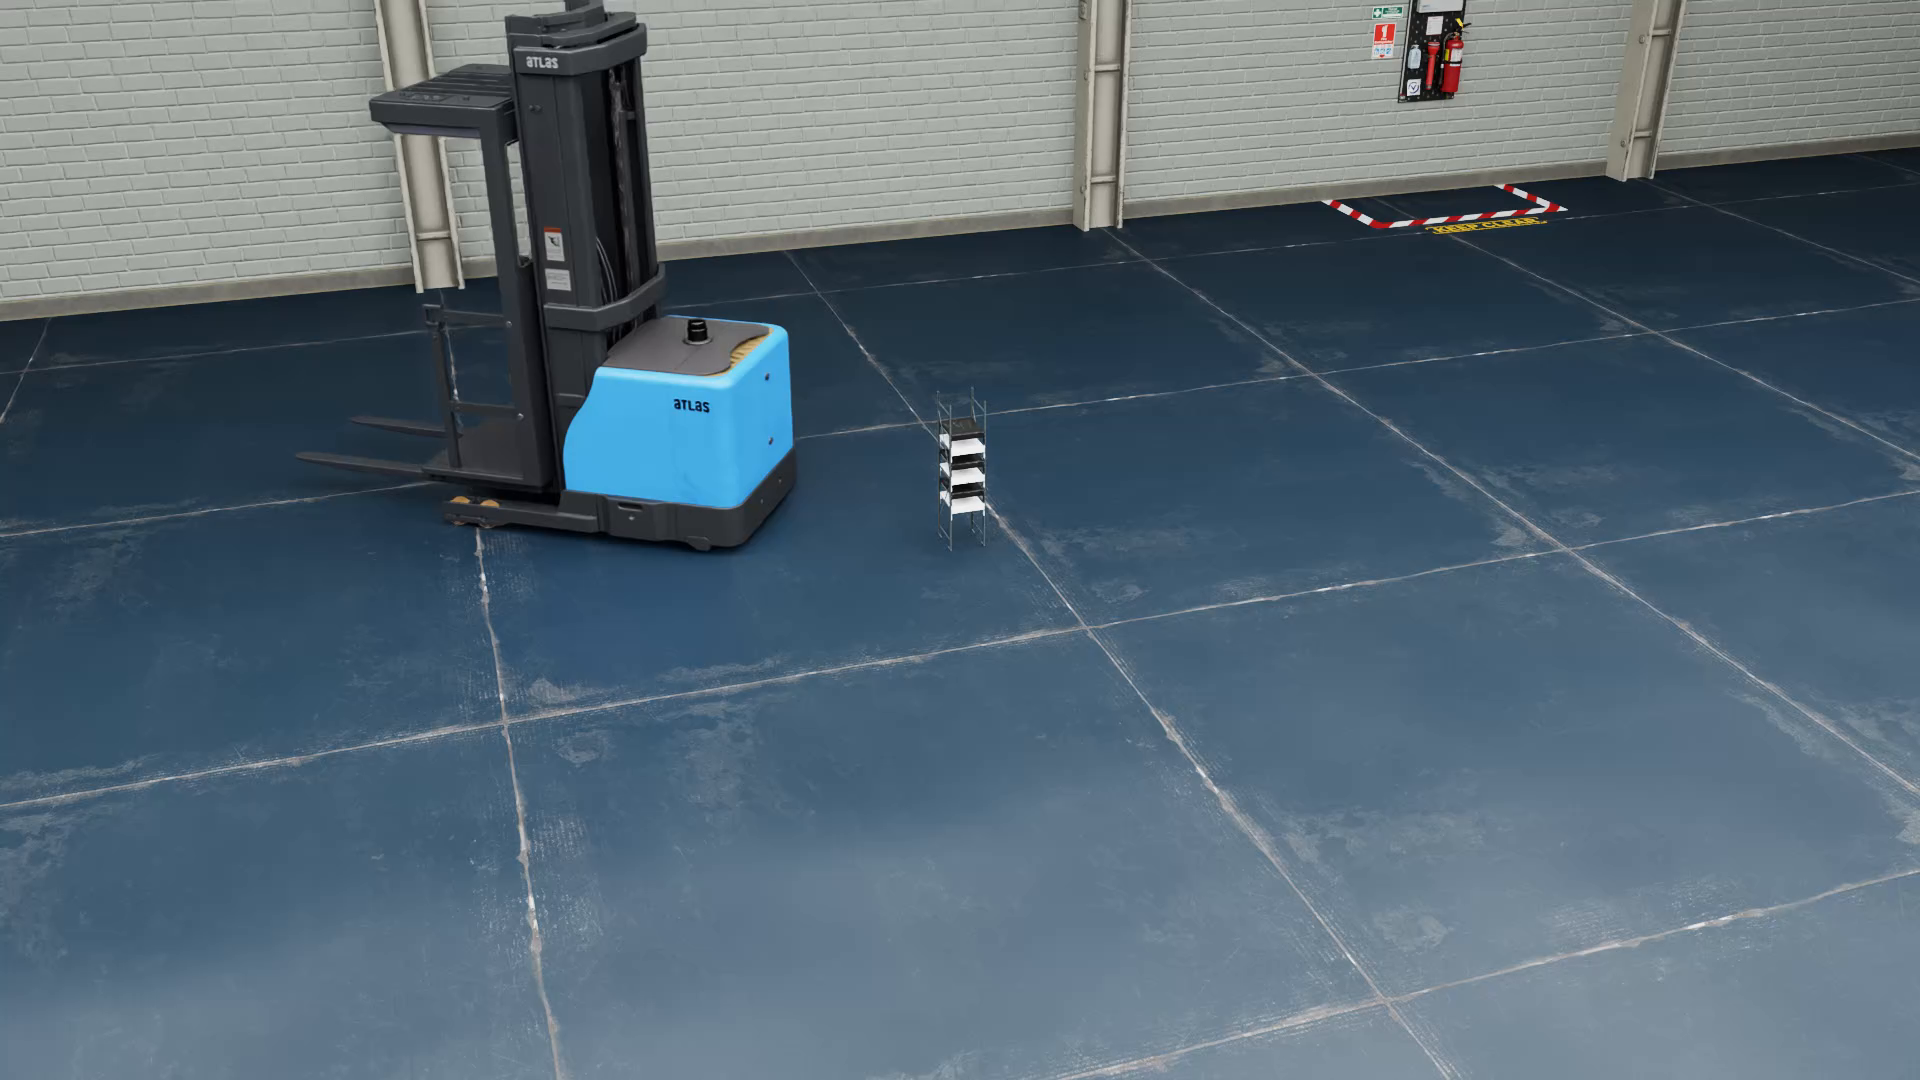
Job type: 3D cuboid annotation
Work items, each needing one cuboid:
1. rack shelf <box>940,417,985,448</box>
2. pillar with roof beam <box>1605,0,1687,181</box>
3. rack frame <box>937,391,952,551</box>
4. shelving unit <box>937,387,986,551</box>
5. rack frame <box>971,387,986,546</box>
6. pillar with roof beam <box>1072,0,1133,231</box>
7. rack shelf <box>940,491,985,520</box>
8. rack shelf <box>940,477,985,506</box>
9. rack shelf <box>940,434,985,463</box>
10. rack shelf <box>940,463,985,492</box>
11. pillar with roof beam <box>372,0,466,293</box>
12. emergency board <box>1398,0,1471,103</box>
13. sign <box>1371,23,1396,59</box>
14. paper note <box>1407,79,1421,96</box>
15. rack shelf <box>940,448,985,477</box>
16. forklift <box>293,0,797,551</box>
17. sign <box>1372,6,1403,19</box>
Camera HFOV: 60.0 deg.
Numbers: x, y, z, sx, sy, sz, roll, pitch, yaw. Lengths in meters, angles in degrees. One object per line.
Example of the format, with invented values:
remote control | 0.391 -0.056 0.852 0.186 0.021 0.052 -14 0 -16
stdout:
rack shelf | 0.008 -0.616 9.447 0.200 0.077 0.258 -8 28 -16
pillar with roof beam | 8.338 -6.021 11.758 0.400 9.000 9.100 -8 28 -16
rack frame | -0.089 -0.390 9.524 0.006 0.900 0.240 -8 28 -16
shelving unit | 0.008 -0.404 9.552 0.210 0.900 0.258 -8 28 -16
rack frame | 0.104 -0.418 9.580 0.006 0.900 0.240 -8 28 -16
pillar with roof beam | 2.632 -5.195 10.094 0.400 9.000 9.100 -8 28 -16
rack shelf | 0.008 -0.213 9.647 0.200 0.077 0.258 -8 28 -16
rack shelf | 0.008 -0.294 9.607 0.200 0.077 0.258 -8 28 -16
rack shelf | 0.008 -0.536 9.487 0.200 0.077 0.258 -8 28 -16
rack shelf | 0.008 -0.374 9.567 0.200 0.077 0.258 -8 28 -16
pillar with roof beam | -3.073 -4.369 8.430 0.400 9.000 9.100 -8 28 -16
emergency board | 4.643 -4.830 16.106 0.643 1.169 0.194 -8 28 -16
sign | 4.085 -4.813 16.032 0.234 0.329 0.001 -8 28 -16
paper note | 4.453 -4.440 16.311 0.142 0.148 0.016 -8 28 -16
rack shelf | 0.008 -0.455 9.527 0.200 0.077 0.258 -8 28 -16
forklift | -2.585 -1.598 9.674 3.031 2.935 1.130 7 27 13
sign | 4.092 -5.048 15.908 0.331 0.109 0.001 -8 28 -16
